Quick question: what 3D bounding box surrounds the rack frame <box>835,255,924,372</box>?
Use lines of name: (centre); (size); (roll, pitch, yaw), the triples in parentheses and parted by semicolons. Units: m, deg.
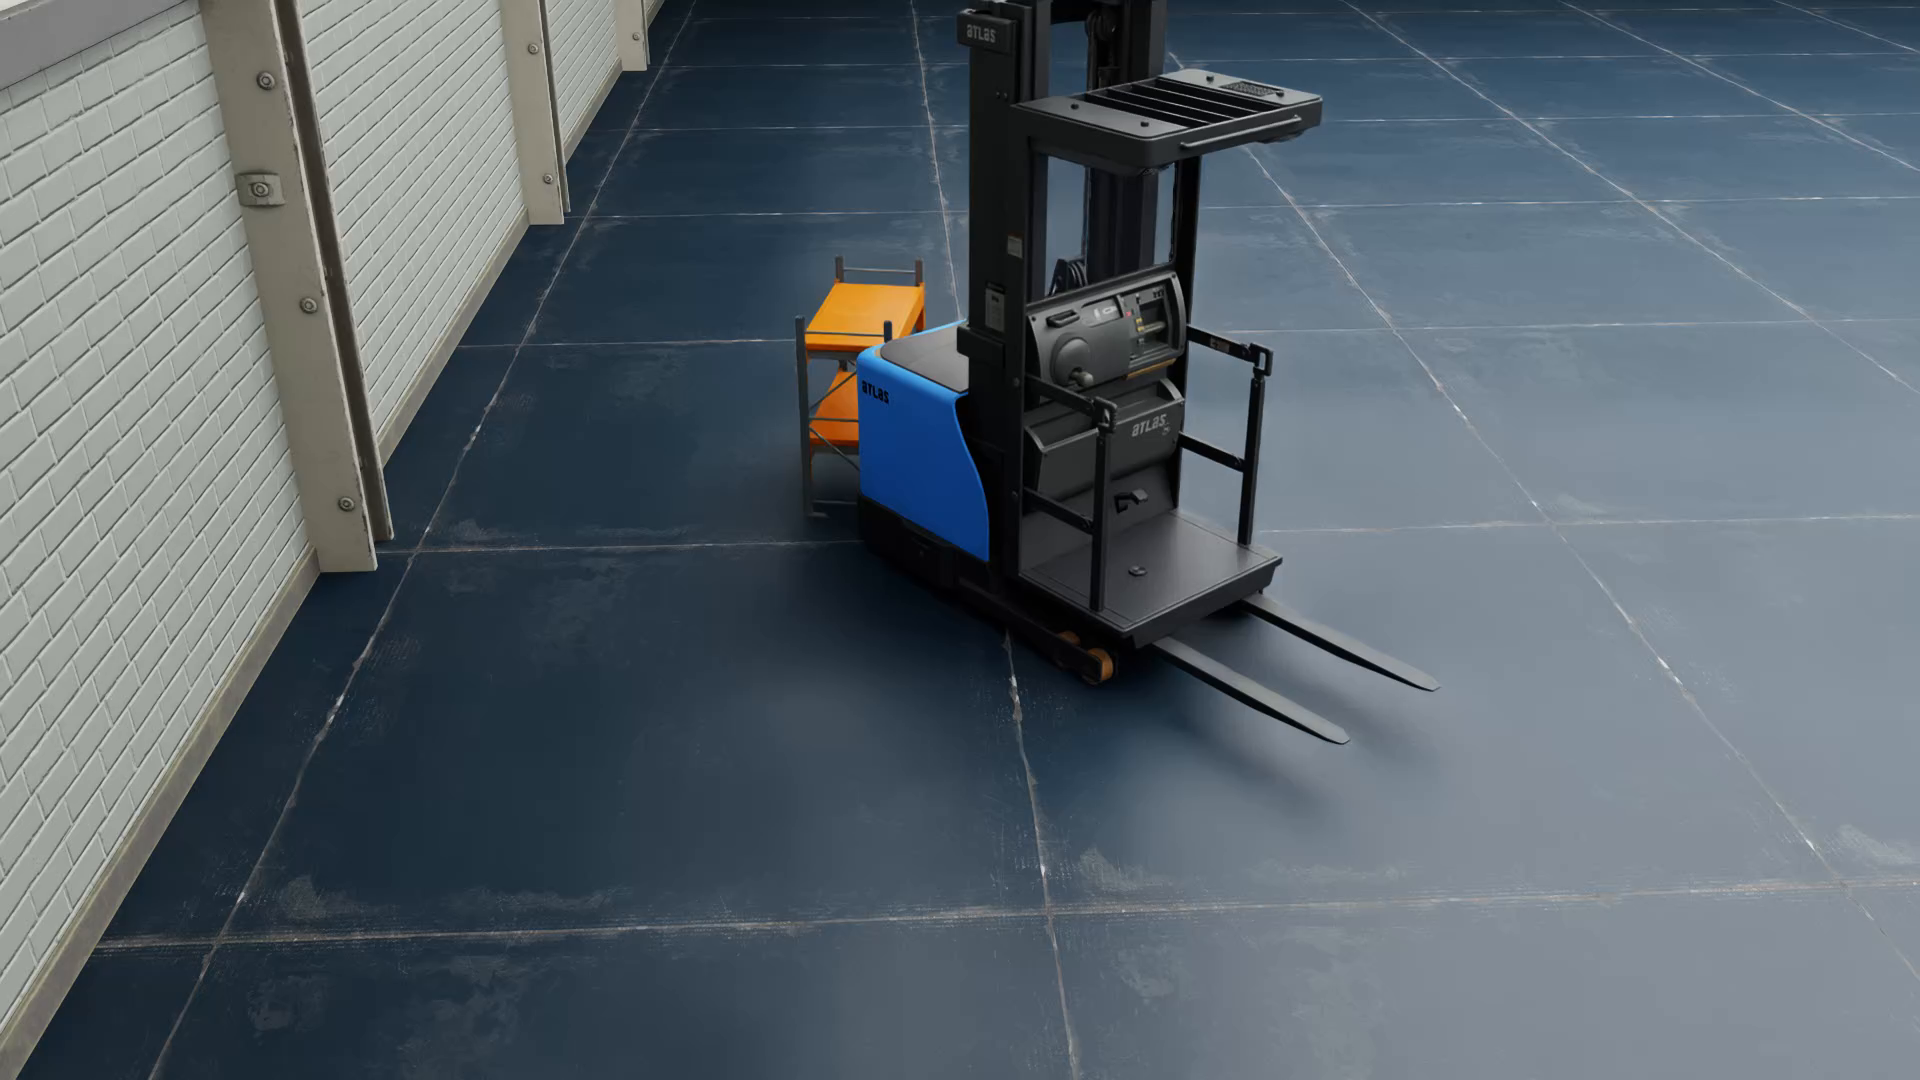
rack frame: (-0.454, -1.092, 9.627); (0.500, 1.125, 0.032); (4, 28, 7)

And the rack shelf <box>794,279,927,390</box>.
rack shelf: (-0.523, -1.118, 9.045); (0.538, 0.278, 1.000); (4, 28, 7)

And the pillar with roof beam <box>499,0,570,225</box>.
pillar with roof beam: (0.849, -6.796, 12.049); (9.100, 9.000, 0.400); (-1, 28, -3)

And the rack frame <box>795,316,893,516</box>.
rack frame: (-0.592, -0.626, 8.734); (0.500, 1.125, 0.032); (4, 28, 7)

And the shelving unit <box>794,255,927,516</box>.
shelving unit: (-0.523, -0.859, 9.181); (0.538, 1.125, 1.048); (4, 28, 7)

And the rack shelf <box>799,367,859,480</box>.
rack shelf: (-0.523, -0.642, 9.294); (0.538, 0.278, 1.000); (4, 28, 7)

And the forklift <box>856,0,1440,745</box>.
forklift: (0.809, -0.912, 7.329); (1.130, 2.935, 3.031); (-22, 34, -35)

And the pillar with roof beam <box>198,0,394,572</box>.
pillar with roof beam: (1.162, -4.025, 6.737); (9.100, 9.000, 0.400); (-1, 28, -3)

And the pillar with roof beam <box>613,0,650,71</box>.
pillar with roof beam: (0.535, -9.567, 17.362); (9.100, 9.000, 0.400); (-1, 28, -3)
